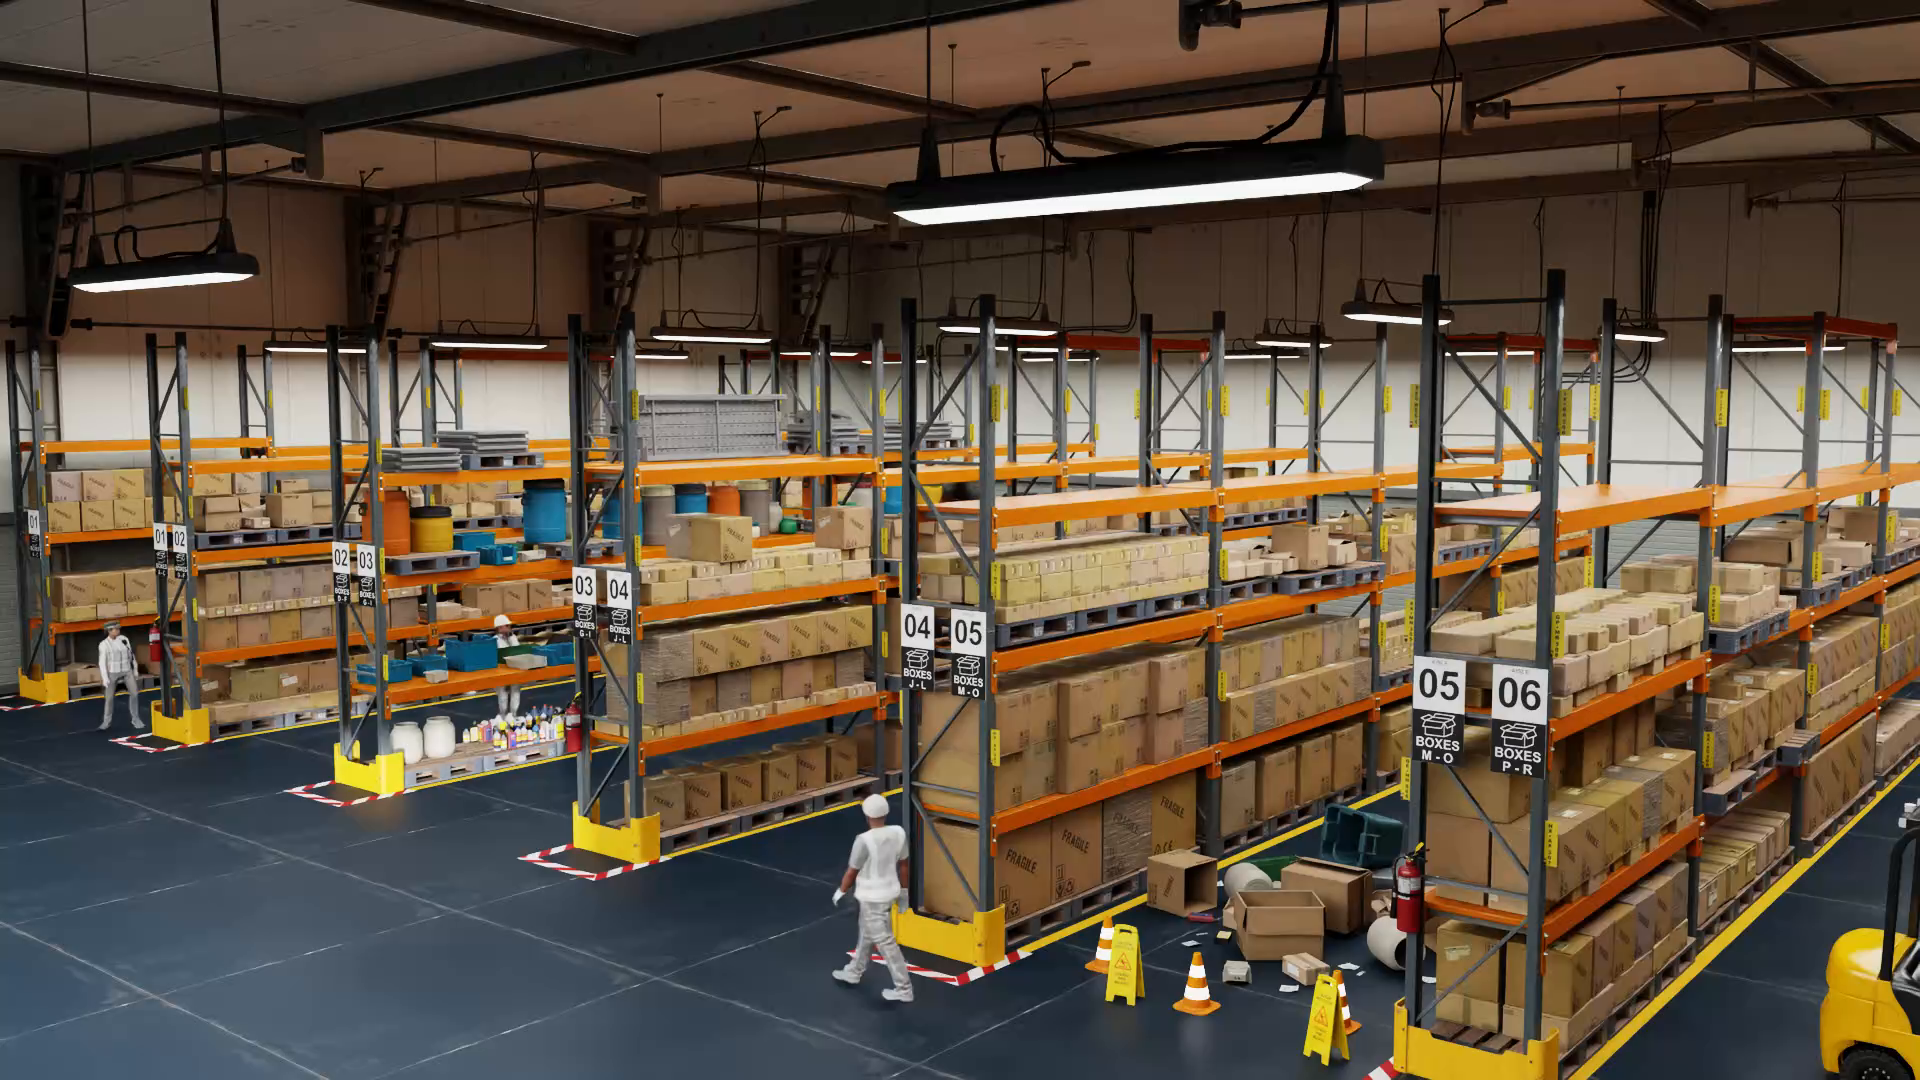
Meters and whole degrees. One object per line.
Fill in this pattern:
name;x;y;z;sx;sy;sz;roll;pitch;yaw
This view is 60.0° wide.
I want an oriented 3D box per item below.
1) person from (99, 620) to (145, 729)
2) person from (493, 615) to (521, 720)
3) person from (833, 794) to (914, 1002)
person;-12.848;2.066;25.406;0.612;1.731;0.424;-4;7;-39
person;-6.860;2.015;25.167;0.569;1.779;0.366;-4;6;-36
person;-0.796;3.000;14.118;0.916;1.743;0.558;2;6;25
